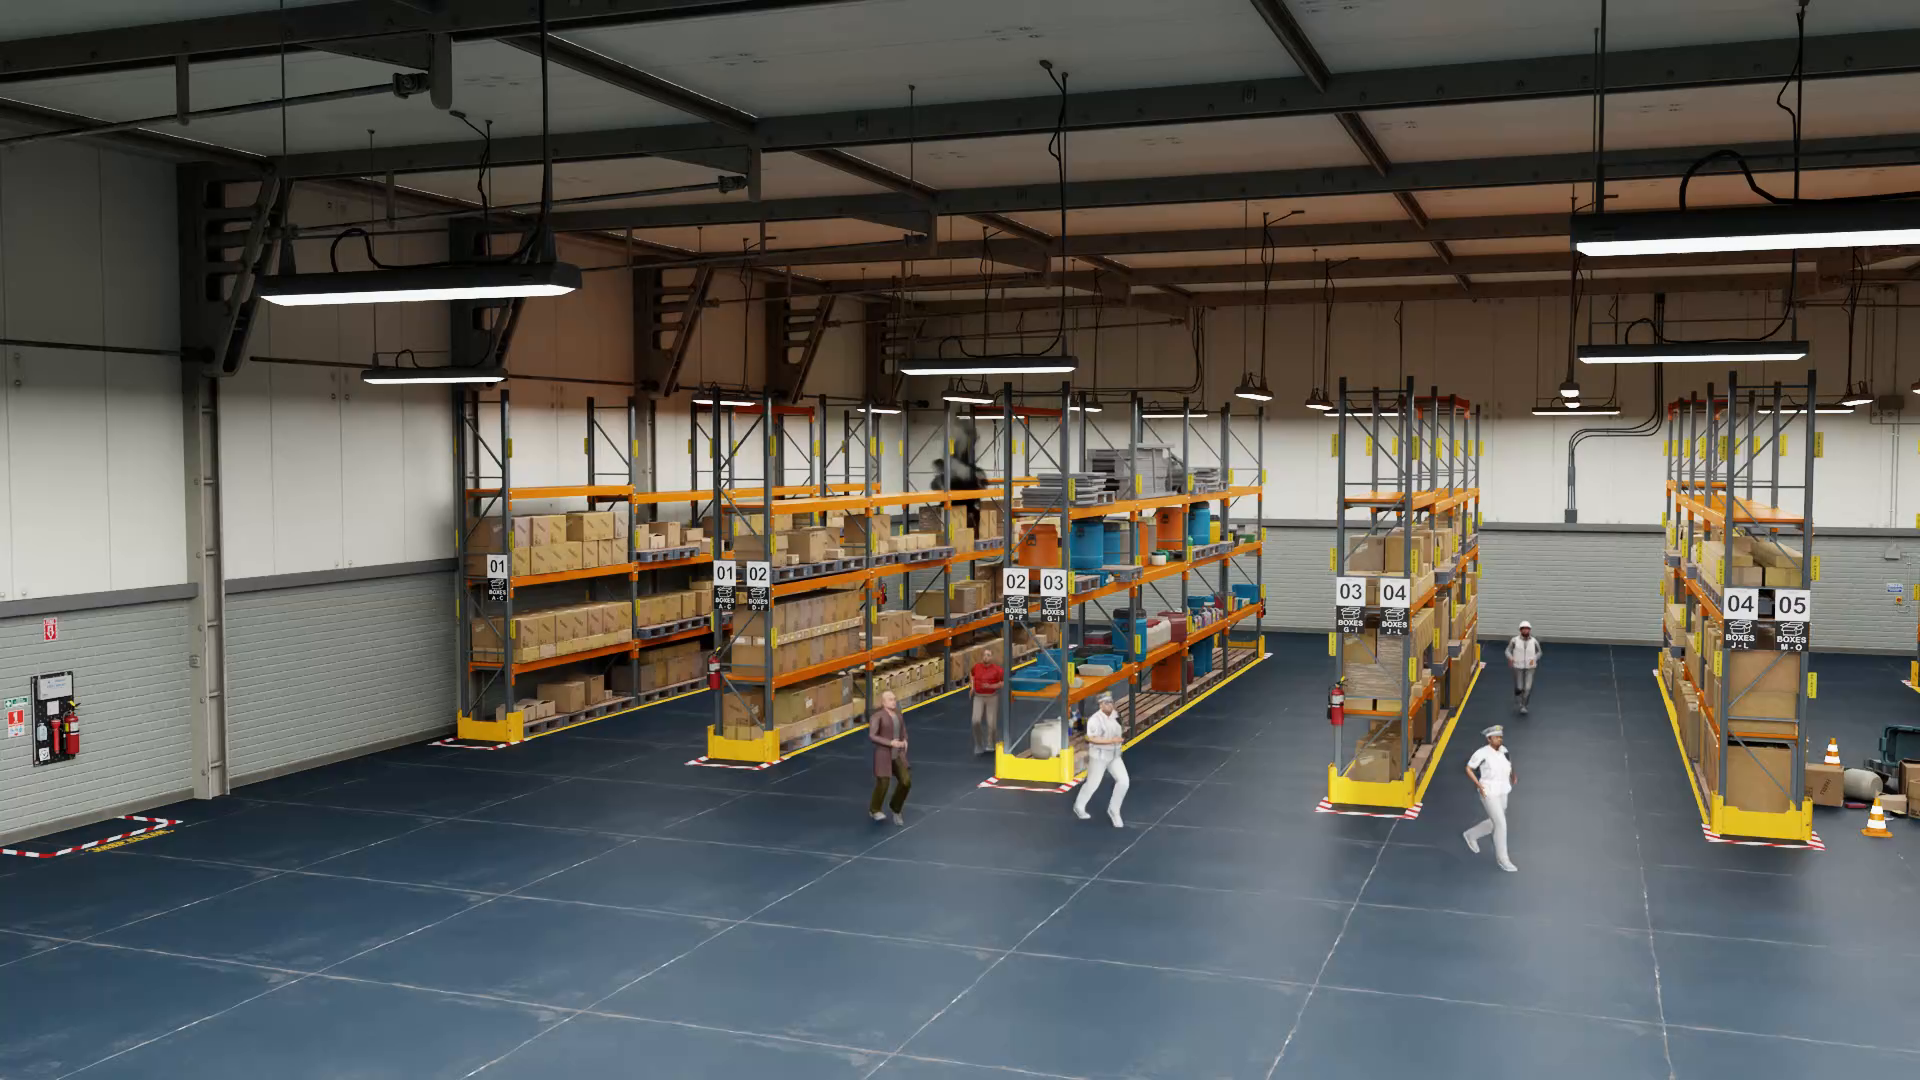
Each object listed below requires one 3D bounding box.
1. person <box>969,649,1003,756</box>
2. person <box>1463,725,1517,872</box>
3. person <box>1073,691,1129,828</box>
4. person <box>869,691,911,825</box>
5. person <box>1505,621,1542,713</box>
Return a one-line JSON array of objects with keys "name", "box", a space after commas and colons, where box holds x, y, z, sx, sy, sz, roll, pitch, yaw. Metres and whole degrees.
[{"name": "person", "box": [0.427, 2.655, 27.159, 0.644, 1.756, 0.686, 1, 3, 12]}, {"name": "person", "box": [6.408, 3.058, 20.026, 0.570, 1.711, 0.849, -2, 4, -27]}, {"name": "person", "box": [1.923, 2.912, 22.123, 0.673, 1.821, 0.911, -2, 4, -34]}, {"name": "person", "box": [-0.915, 2.918, 22.099, 0.740, 1.831, 0.779, -3, 4, -40]}, {"name": "person", "box": [10.695, 2.403, 31.549, 0.671, 1.728, 0.597, 1, 3, 12]}]
